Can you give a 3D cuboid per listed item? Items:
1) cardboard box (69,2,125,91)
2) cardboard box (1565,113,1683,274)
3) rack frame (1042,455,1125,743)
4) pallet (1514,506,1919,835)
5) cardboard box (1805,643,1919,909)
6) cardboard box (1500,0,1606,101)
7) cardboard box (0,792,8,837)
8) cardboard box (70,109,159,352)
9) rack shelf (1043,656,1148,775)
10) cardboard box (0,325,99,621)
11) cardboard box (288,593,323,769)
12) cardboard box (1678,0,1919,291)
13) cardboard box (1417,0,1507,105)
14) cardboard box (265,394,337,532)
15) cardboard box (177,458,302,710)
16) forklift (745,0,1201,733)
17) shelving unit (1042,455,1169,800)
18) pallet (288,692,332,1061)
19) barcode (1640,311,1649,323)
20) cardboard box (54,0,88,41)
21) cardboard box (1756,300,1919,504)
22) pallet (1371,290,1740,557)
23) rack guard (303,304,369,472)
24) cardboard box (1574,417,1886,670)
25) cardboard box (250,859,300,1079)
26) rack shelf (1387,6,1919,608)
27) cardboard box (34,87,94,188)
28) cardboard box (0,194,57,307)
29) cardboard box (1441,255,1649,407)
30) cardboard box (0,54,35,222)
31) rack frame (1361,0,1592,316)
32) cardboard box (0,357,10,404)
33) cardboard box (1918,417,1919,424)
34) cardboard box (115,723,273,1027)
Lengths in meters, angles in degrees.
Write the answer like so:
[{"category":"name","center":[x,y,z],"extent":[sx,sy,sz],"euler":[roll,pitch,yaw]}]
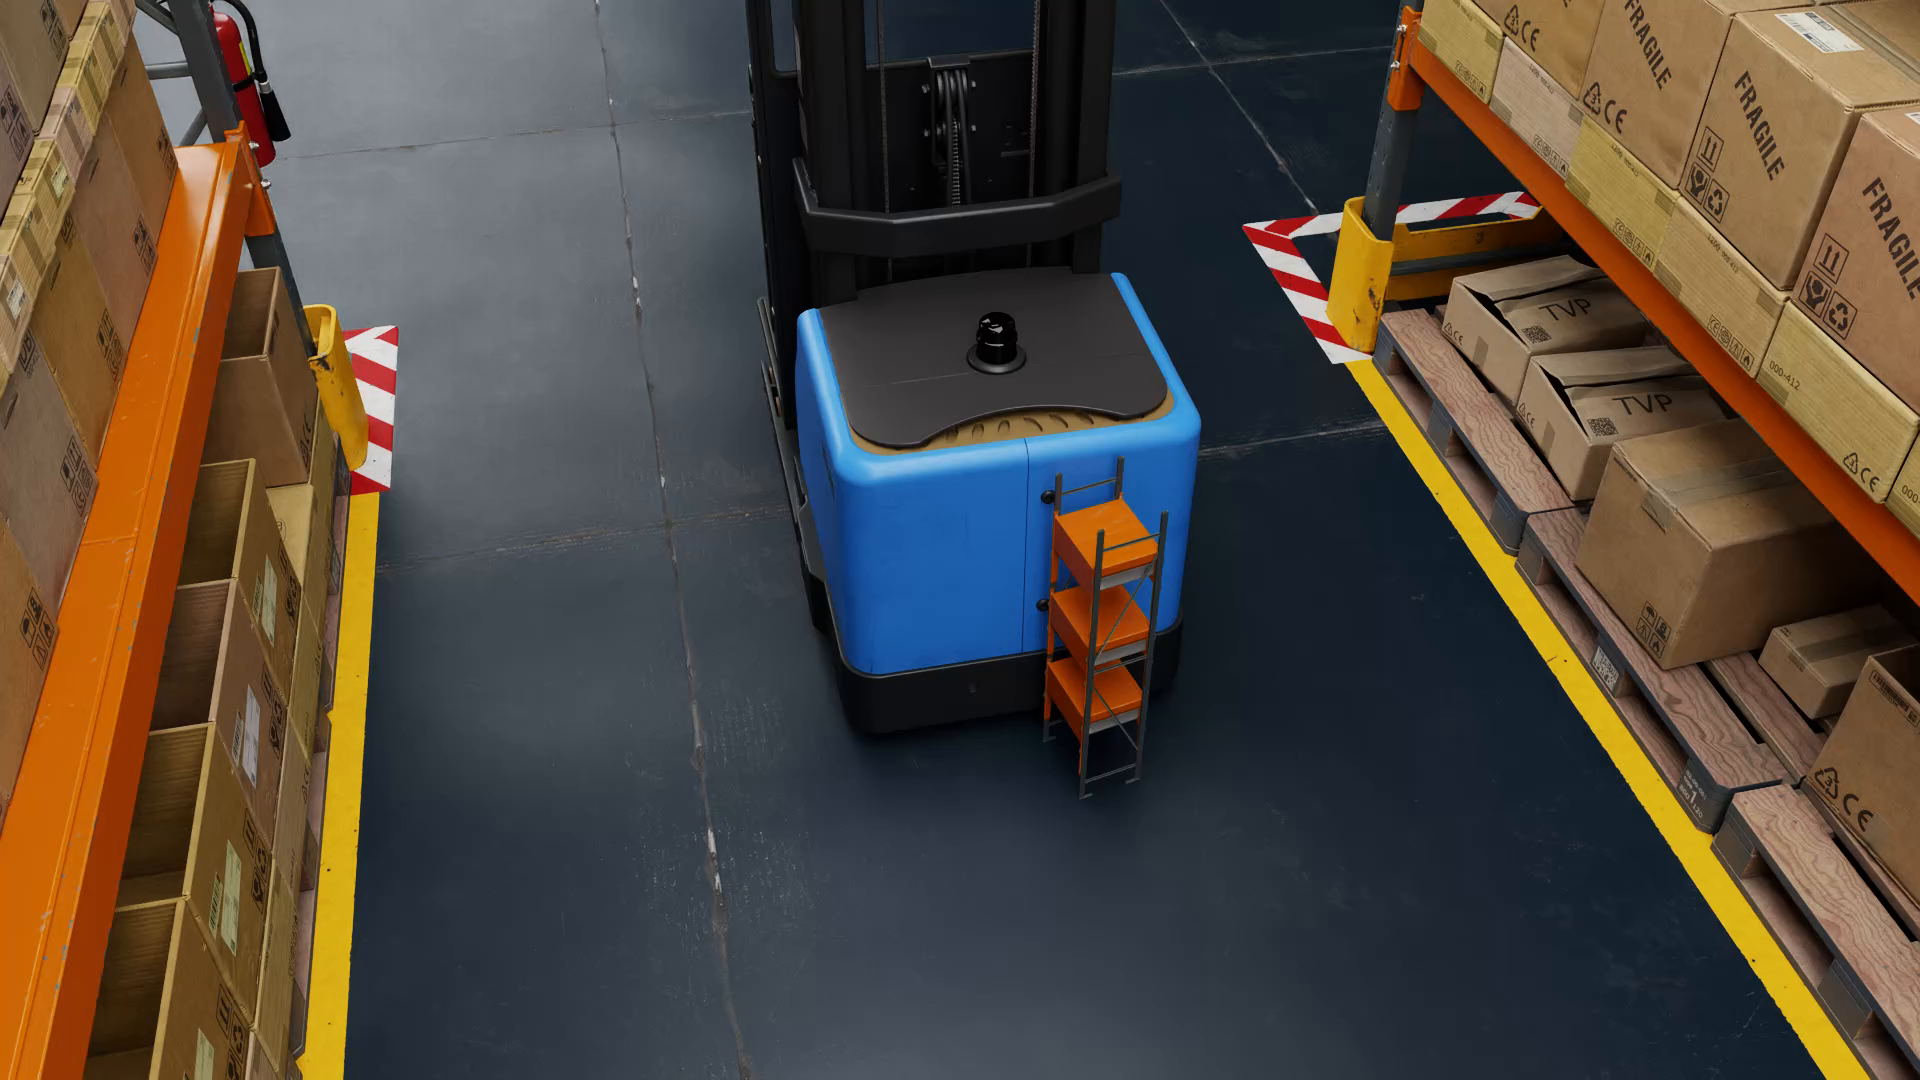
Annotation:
[{"category":"cardboard box","center":[-2.435,-1.278,4.366],"extent":[0.380,0.149,0.250],"euler":[-7,42,-8]},{"category":"cardboard box","center":[2.100,-1.024,4.742],"extent":[0.500,0.250,0.500],"euler":[-9,42,-10]},{"category":"rack frame","center":[0.344,0.196,4.739],"extent":[0.200,1.050,0.008],"euler":[-16,44,-17]},{"category":"pallet","center":[2.492,0.313,5.239],"extent":[1.003,0.211,1.213],"euler":[-8,42,-9]},{"category":"cardboard box","center":[2.675,0.596,4.371],"extent":[0.500,0.500,0.500],"euler":[-11,43,-12]},{"category":"cardboard box","center":[1.981,-1.658,4.891],"extent":[0.500,0.500,0.500],"euler":[-8,42,-9]},{"category":"cardboard box","center":[-2.120,0.540,2.807],"extent":[0.700,0.500,0.500],"euler":[-9,42,-10]},{"category":"cardboard box","center":[-2.555,-0.781,4.295],"extent":[0.700,0.500,0.500],"euler":[-7,42,-8]},{"category":"rack shelf","center":[0.392,0.486,4.846],"extent":[0.215,0.259,0.240],"euler":[-16,44,-17]},{"category":"cardboard box","center":[-2.336,-0.118,3.548],"extent":[0.700,0.500,0.500],"euler":[-7,42,-8]},{"category":"cardboard box","center":[-2.128,0.435,4.756],"extent":[0.500,0.250,0.500],"euler":[-8,42,-9]},{"category":"cardboard box","center":[2.210,-0.989,4.138],"extent":[0.500,0.500,0.500],"euler":[-7,42,-8]},{"category":"cardboard box","center":[1.870,-1.690,5.492],"extent":[0.500,0.250,0.500],"euler":[-9,42,-11]},{"category":"cardboard box","center":[-2.357,-0.211,5.484],"extent":[0.500,0.250,0.500],"euler":[-8,42,-9]},{"category":"cardboard box","center":[-2.125,0.154,4.507],"extent":[0.500,0.500,0.500],"euler":[-8,42,-9]},{"category":"forklift","center":[-0.132,-1.505,5.238],"extent":[1.130,2.935,3.031],"euler":[-8,42,-9]},{"category":"shelving unit","center":[0.392,0.270,4.655],"extent":[0.215,1.050,0.252],"euler":[-16,44,-17]},{"category":"pallet","center":[-2.296,0.934,4.539],"extent":[1.003,0.211,1.213],"euler":[-8,42,-9]},{"category":"barcode","center":[2.531,-0.847,6.132],"extent":[0.001,0.075,0.075],"euler":[-8,42,-9]},{"category":"cardboard box","center":[-2.662,-1.572,4.209],"extent":[0.700,0.500,0.500],"euler":[-8,42,-9]},{"category":"cardboard box","center":[2.317,-0.370,4.006],"extent":[0.500,0.250,0.500],"euler":[-9,42,-10]},{"category":"pallet","center":[2.232,-0.476,6.128],"extent":[1.003,0.211,1.213],"euler":[-8,42,-9]},{"category":"rack guard","center":[-2.767,-0.469,5.901],"extent":[1.175,0.500,0.348],"euler":[-8,42,-9]},{"category":"cardboard box","center":[2.369,-0.016,5.060],"extent":[0.700,0.500,0.500],"euler":[-11,43,-12]},{"category":"cardboard box","center":[-1.908,1.082,4.026],"extent":[0.500,0.250,0.500],"euler":[-8,42,-9]},{"category":"rack shelf","center":[2.506,-0.535,4.635],"extent":[1.077,0.370,4.000],"euler":[-8,42,-9]},{"category":"cardboard box","center":[-2.328,-0.949,3.996],"extent":[0.380,0.149,0.250],"euler":[-8,42,-9]},{"category":"cardboard box","center":[-2.212,-0.609,3.612],"extent":[0.380,0.149,0.250],"euler":[-7,42,-8]},{"category":"cardboard box","center":[2.136,-0.798,6.083],"extent":[0.500,0.311,0.500],"euler":[-13,43,-14]},{"category":"cardboard box","center":[-2.433,-0.905,3.458],"extent":[0.700,0.500,0.500],"euler":[-8,42,-9]},{"category":"rack frame","center":[2.075,-2.100,5.856],"extent":[1.000,3.000,0.127],"euler":[-8,42,-9]},{"category":"cardboard box","center":[-2.105,-0.281,3.243],"extent":[0.380,0.149,0.250],"euler":[-9,42,-10]},{"category":"cardboard box","center":[2.421,-0.324,3.389],"extent":[0.500,0.500,0.500],"euler":[-9,42,-10]},{"category":"cardboard box","center":[-1.908,0.802,3.777],"extent":[0.500,0.500,0.500],"euler":[-8,42,-9]}]
